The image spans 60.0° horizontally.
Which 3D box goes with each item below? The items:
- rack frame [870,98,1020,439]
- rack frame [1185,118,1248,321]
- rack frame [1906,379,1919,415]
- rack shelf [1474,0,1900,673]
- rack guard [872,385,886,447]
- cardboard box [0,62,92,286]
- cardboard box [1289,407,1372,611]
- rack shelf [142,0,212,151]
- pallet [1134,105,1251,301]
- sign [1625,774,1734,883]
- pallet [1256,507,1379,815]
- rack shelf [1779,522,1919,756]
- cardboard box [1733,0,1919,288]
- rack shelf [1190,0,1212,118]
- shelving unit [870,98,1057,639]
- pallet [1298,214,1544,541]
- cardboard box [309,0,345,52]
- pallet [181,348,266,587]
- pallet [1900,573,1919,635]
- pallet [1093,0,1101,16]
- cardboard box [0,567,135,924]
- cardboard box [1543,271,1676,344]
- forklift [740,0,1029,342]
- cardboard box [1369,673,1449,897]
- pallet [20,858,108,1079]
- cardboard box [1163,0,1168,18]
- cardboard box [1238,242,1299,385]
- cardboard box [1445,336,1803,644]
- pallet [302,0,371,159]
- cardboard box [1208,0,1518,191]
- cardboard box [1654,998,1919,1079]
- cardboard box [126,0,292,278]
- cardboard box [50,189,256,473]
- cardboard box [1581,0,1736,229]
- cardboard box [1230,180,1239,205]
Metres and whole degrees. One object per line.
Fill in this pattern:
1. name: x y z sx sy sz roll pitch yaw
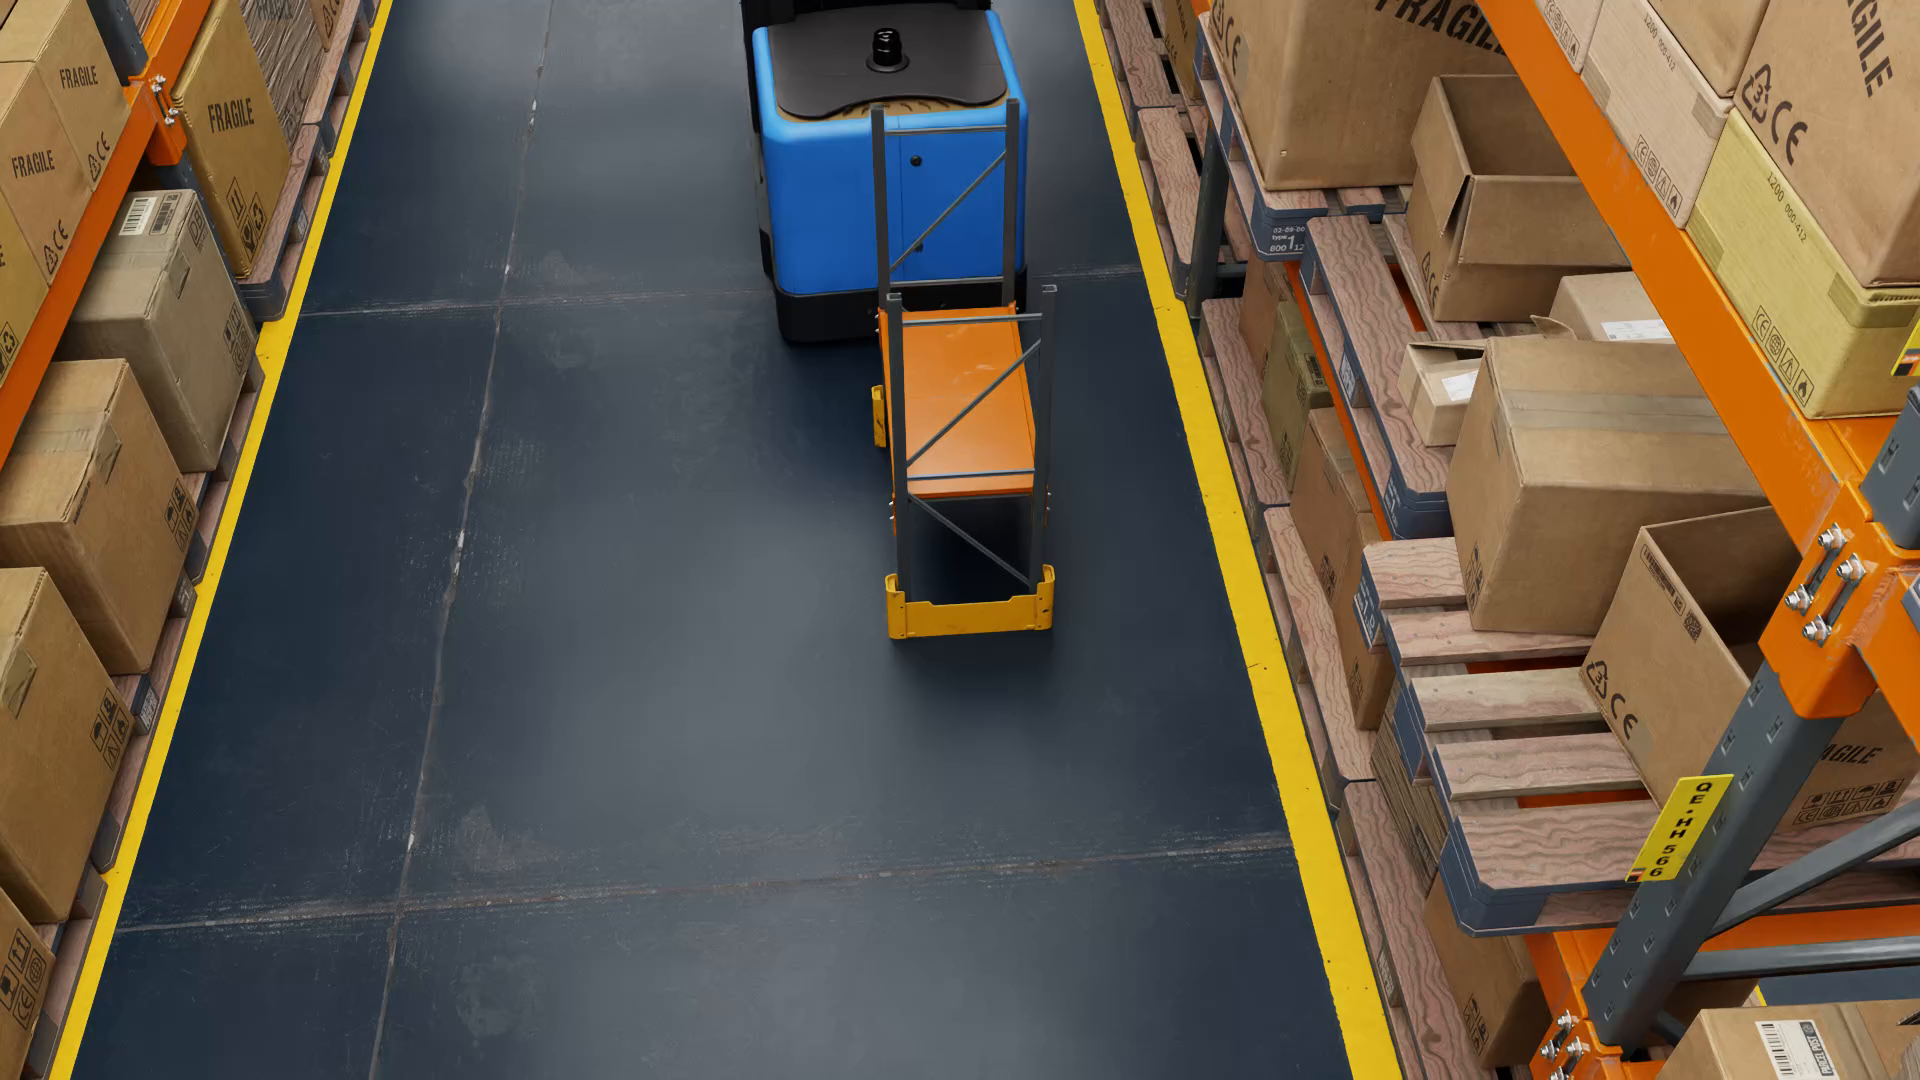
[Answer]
1. rack frame: -0.050 -0.945 6.112 0.500 1.500 0.032 -3 47 -3
2. rack frame: 1.482 -2.047 6.123 1.000 3.000 0.127 -3 47 -3
3. rack frame: 1.817 -1.216 1.204 1.000 3.000 0.127 -3 47 -3
4. rack shelf: 1.649 -1.384 3.925 1.077 0.370 4.000 -3 47 -3
5. rack guard: -0.048 -0.501 6.553 0.587 0.250 0.087 -3 47 -3
6. cardboard box: -3.117 -1.126 5.182 0.500 0.500 0.500 -4 47 -4
7. cardboard box: 1.580 -0.142 5.738 0.700 0.500 0.500 -7 47 -7
8. rack shelf: -3.637 -3.019 7.538 1.077 0.370 4.000 -3 47 -3
9. pallet: 1.390 -1.572 7.594 1.003 0.211 1.213 -3 47 -3
10. sign: 1.277 0.516 2.953 0.100 0.325 0.005 -3 47 -3
11. pallet: 1.654 0.360 5.764 1.003 0.211 1.213 -3 47 -3
12. rack shelf: 1.984 1.510 1.184 1.077 0.370 4.000 -3 47 -3
13. cardboard box: 1.527 -0.721 2.388 0.500 0.500 0.500 -2 47 -2
14. rack shelf: 1.314 -3.247 7.755 1.077 0.370 4.000 -3 47 -3
15. shelving unit: -0.006 -0.571 5.758 0.587 1.500 1.083 -3 47 -3
16. pallet: 1.610 -0.517 4.806 1.003 0.211 1.213 -3 47 -3
17. cardboard box: -3.606 -3.004 8.203 0.875 0.875 0.875 -4 47 -4
18. pallet: -3.330 -0.306 6.395 1.003 0.211 1.213 -3 47 -3
19. pallet: 1.923 0.343 1.923 1.213 0.211 1.003 -2 47 -1
20. pallet: 1.186 -3.338 9.266 1.003 0.211 1.213 -3 47 -3
21. cardboard box: -3.172 0.626 4.851 1.050 0.750 0.750 -3 47 -3
22. cardboard box: 1.906 -0.473 4.446 0.500 0.250 0.500 -5 47 -4
23. forklift: -0.445 -2.915 6.992 1.130 2.935 3.031 -6 47 -6
24. cardboard box: 1.681 0.671 4.967 0.700 0.500 0.500 -7 47 -7
25. pallet: -3.125 1.459 4.723 1.003 0.211 1.213 -3 47 -3
26. cardboard box: 1.300 -2.889 8.352 0.500 0.500 0.500 0 47 0
27. cardboard box: 1.512 -0.893 6.449 0.700 0.500 0.500 -7 47 -6
28. cardboard box: 1.585 -0.118 3.938 0.700 0.500 0.500 3 47 3
29. pallet: -3.560 -2.300 8.283 1.003 0.211 1.213 -3 47 -3
30. cardboard box: 1.409 -1.815 5.200 1.000 1.000 1.000 -3 47 -3
31. cardboard box: 1.586 1.181 2.997 0.500 0.500 0.500 -2 47 -2
32. cardboard box: -3.452 -1.692 6.961 0.875 0.875 0.875 -3 47 -3
33. cardboard box: -3.328 -0.746 6.151 1.050 0.750 0.750 -4 47 -3
34. cardboard box: 1.477 -0.820 2.998 0.500 0.250 0.500 -4 47 -3
35. cardboard box: 1.488 -1.624 7.154 0.500 0.500 0.500 -5 47 -5
